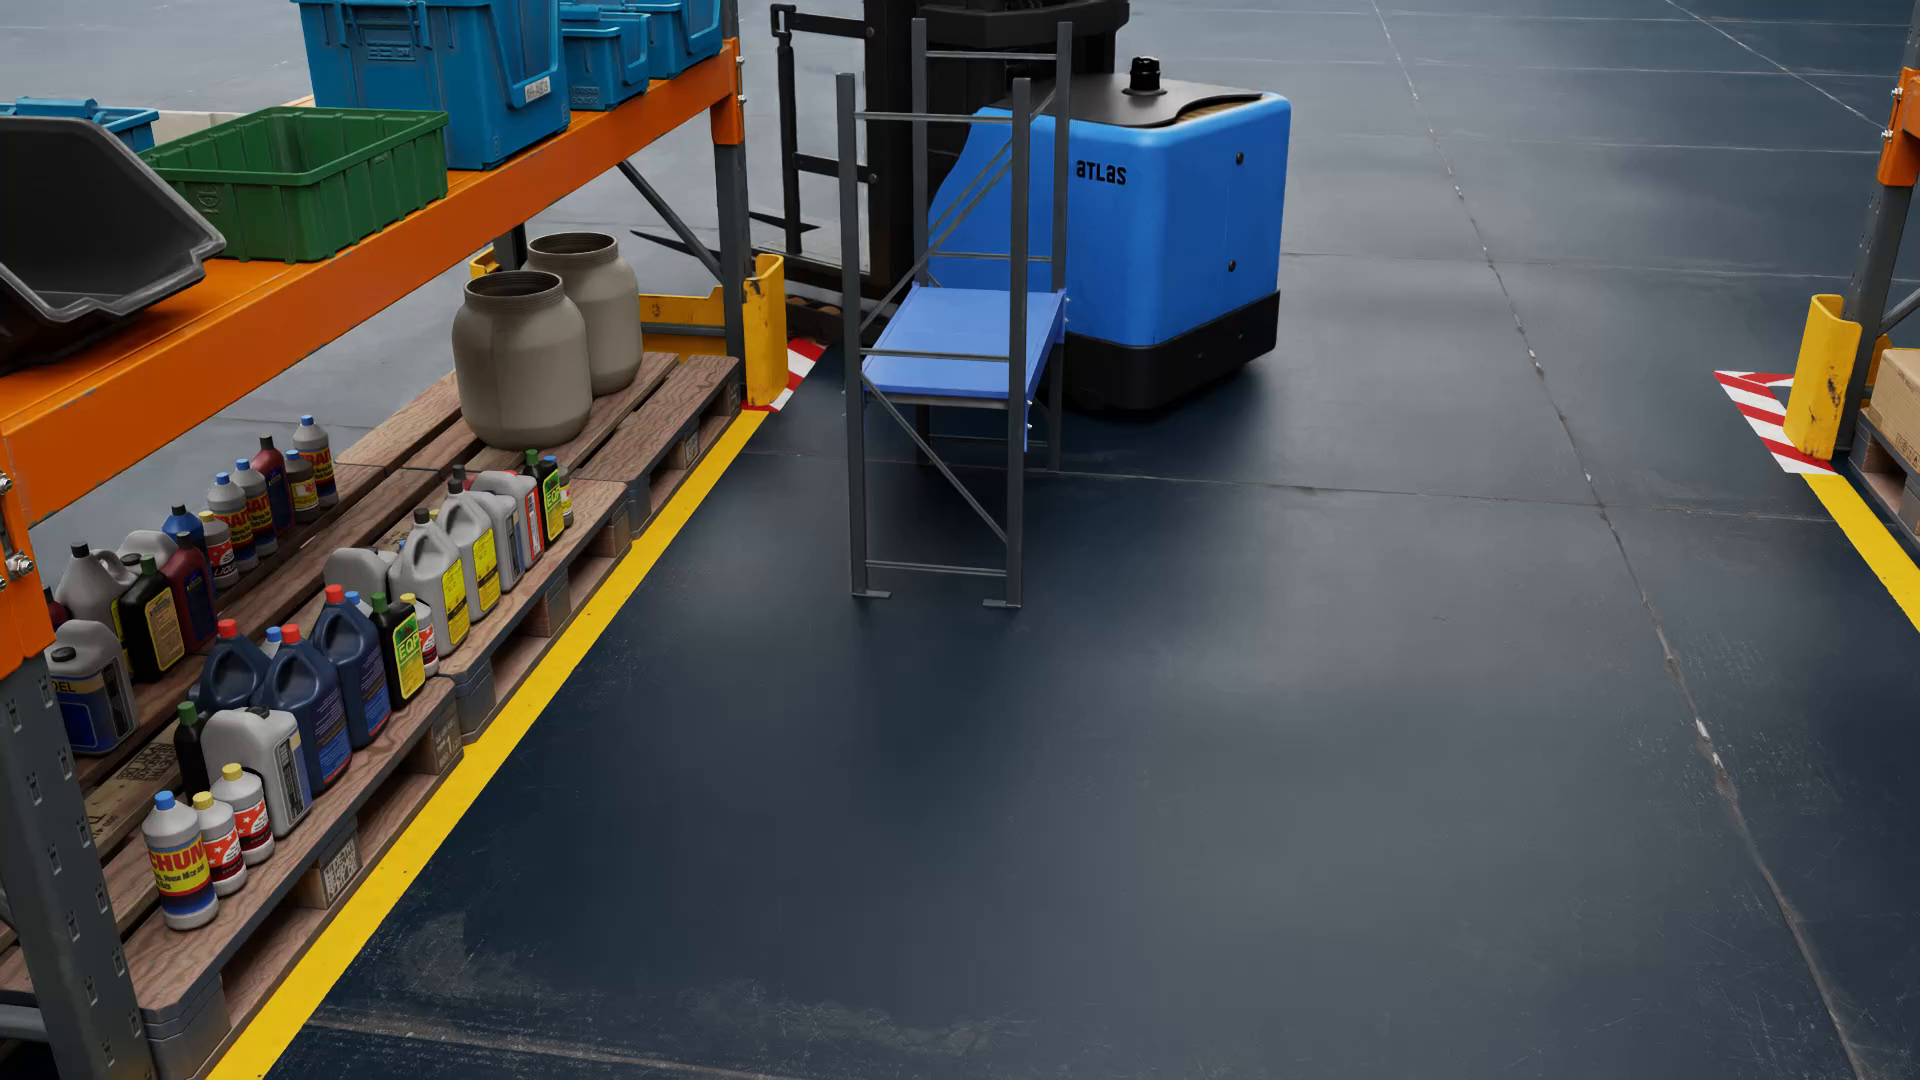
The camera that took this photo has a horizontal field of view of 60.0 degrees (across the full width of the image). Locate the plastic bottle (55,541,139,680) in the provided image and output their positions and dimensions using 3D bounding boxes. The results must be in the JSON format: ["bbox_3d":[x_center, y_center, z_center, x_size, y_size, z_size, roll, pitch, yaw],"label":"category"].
[{"bbox_3d":[-2.055,0.158,3.980,0.144,0.351,0.185,4,25,8],"label":"plastic bottle"}]

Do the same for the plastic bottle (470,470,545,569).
[{"bbox_3d":[-1.242,-0.074,4.564,0.152,0.276,0.135,4,25,9],"label":"plastic bottle"}]

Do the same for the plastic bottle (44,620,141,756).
[{"bbox_3d":[-1.958,0.327,3.708,0.152,0.276,0.135,4,25,9],"label":"plastic bottle"}]

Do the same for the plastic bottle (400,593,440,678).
[{"bbox_3d":[-1.319,0.226,4.011,0.097,0.201,0.097,0,25,0],"label":"plastic bottle"}]

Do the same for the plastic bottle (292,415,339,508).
[{"bbox_3d":[-1.910,-0.238,4.919,0.097,0.271,0.097,0,25,0],"label":"plastic bottle"}]

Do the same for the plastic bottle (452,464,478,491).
[{"bbox_3d":[-1.347,-0.085,4.578,0.061,0.283,0.133,4,25,9],"label":"plastic bottle"}]

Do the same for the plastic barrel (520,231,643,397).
[{"bbox_3d":[-1.339,-0.794,5.846,0.421,0.512,0.421,0,25,0],"label":"plastic barrel"}]

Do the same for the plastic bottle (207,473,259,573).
[{"bbox_3d":[-1.983,-0.052,4.523,0.097,0.271,0.097,0,25,0],"label":"plastic bottle"}]

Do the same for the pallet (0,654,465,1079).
[{"bbox_3d":[-1.809,0.647,3.618,1.003,0.211,1.213,4,25,9],"label":"pallet"}]

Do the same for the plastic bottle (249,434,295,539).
[{"bbox_3d":[-1.965,-0.150,4.716,0.061,0.283,0.133,4,25,9],"label":"plastic bottle"}]

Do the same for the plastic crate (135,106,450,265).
[{"bbox_3d":[-1.460,-0.790,3.649,0.450,0.188,0.662,4,25,9],"label":"plastic crate"}]

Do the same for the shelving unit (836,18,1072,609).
[{"bbox_3d":[0.014,-0.715,5.008,0.538,1.500,1.048,4,25,9],"label":"shelving unit"}]

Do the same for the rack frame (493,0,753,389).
[{"bbox_3d":[-1.306,-2.011,6.007,1.000,3.000,0.127,4,25,9],"label":"rack frame"}]

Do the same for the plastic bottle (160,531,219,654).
[{"bbox_3d":[-1.919,0.128,4.123,0.061,0.283,0.133,4,25,9],"label":"plastic bottle"}]

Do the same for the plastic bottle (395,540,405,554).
[{"bbox_3d":[-1.414,0.097,4.286,0.097,0.201,0.097,0,25,0],"label":"plastic bottle"}]

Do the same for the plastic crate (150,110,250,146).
[{"bbox_3d":[-1.945,-0.915,3.978,0.530,0.136,0.437,4,25,9],"label":"plastic crate"}]

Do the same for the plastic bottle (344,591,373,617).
[{"bbox_3d":[-1.401,0.247,3.884,0.097,0.271,0.097,0,25,0],"label":"plastic bottle"}]

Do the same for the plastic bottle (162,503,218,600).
[{"bbox_3d":[-2.016,0.032,4.342,0.097,0.271,0.097,0,25,0],"label":"plastic bottle"}]

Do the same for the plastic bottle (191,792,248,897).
[{"bbox_3d":[-1.459,0.585,3.244,0.097,0.201,0.097,0,25,0],"label":"plastic bottle"}]

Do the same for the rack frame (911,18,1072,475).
[{"bbox_3d":[0.097,-0.928,5.462,0.500,1.500,0.032,4,25,9],"label":"rack frame"}]

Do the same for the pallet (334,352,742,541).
[{"bbox_3d":[-1.410,-0.373,5.799,1.003,0.211,1.213,4,25,9],"label":"pallet"}]

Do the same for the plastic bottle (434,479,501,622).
[{"bbox_3d":[-1.288,0.019,4.276,0.144,0.351,0.185,5,26,11],"label":"plastic bottle"}]

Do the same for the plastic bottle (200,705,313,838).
[{"bbox_3d":[-1.450,0.457,3.430,0.152,0.276,0.135,5,26,10],"label":"plastic bottle"}]

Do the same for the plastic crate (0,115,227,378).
[{"bbox_3d":[-1.749,-0.520,2.895,0.767,0.338,0.504,4,25,9],"label":"plastic crate"}]

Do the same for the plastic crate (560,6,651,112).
[{"bbox_3d":[-1.205,-1.442,4.968,0.499,0.251,0.408,4,25,9],"label":"plastic crate"}]

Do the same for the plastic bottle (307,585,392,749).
[{"bbox_3d":[-1.388,0.275,3.730,0.144,0.351,0.185,3,25,6],"label":"plastic bottle"}]

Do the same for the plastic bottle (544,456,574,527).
[{"bbox_3d":[-1.174,-0.144,4.801,0.097,0.201,0.097,0,25,0],"label":"plastic bottle"}]

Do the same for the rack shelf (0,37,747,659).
[{"bbox_3d":[-1.633,-0.848,4.373,1.077,0.370,4.000,4,25,9],"label":"rack shelf"}]

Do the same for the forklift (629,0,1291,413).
[{"bbox_3d":[-0.178,-2.296,6.698,3.031,2.935,1.130,19,31,35],"label":"forklift"}]

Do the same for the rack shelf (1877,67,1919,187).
[{"bbox_3d":[3.253,-0.504,3.636,1.077,0.370,4.000,4,25,9],"label":"rack shelf"}]

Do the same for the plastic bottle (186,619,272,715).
[{"bbox_3d":[-1.561,0.344,3.583,0.144,0.351,0.185,4,25,9],"label":"plastic bottle"}]

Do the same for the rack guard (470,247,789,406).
[{"bbox_3d":[-1.272,-0.844,6.462,1.175,0.500,0.348,4,25,9],"label":"rack guard"}]
